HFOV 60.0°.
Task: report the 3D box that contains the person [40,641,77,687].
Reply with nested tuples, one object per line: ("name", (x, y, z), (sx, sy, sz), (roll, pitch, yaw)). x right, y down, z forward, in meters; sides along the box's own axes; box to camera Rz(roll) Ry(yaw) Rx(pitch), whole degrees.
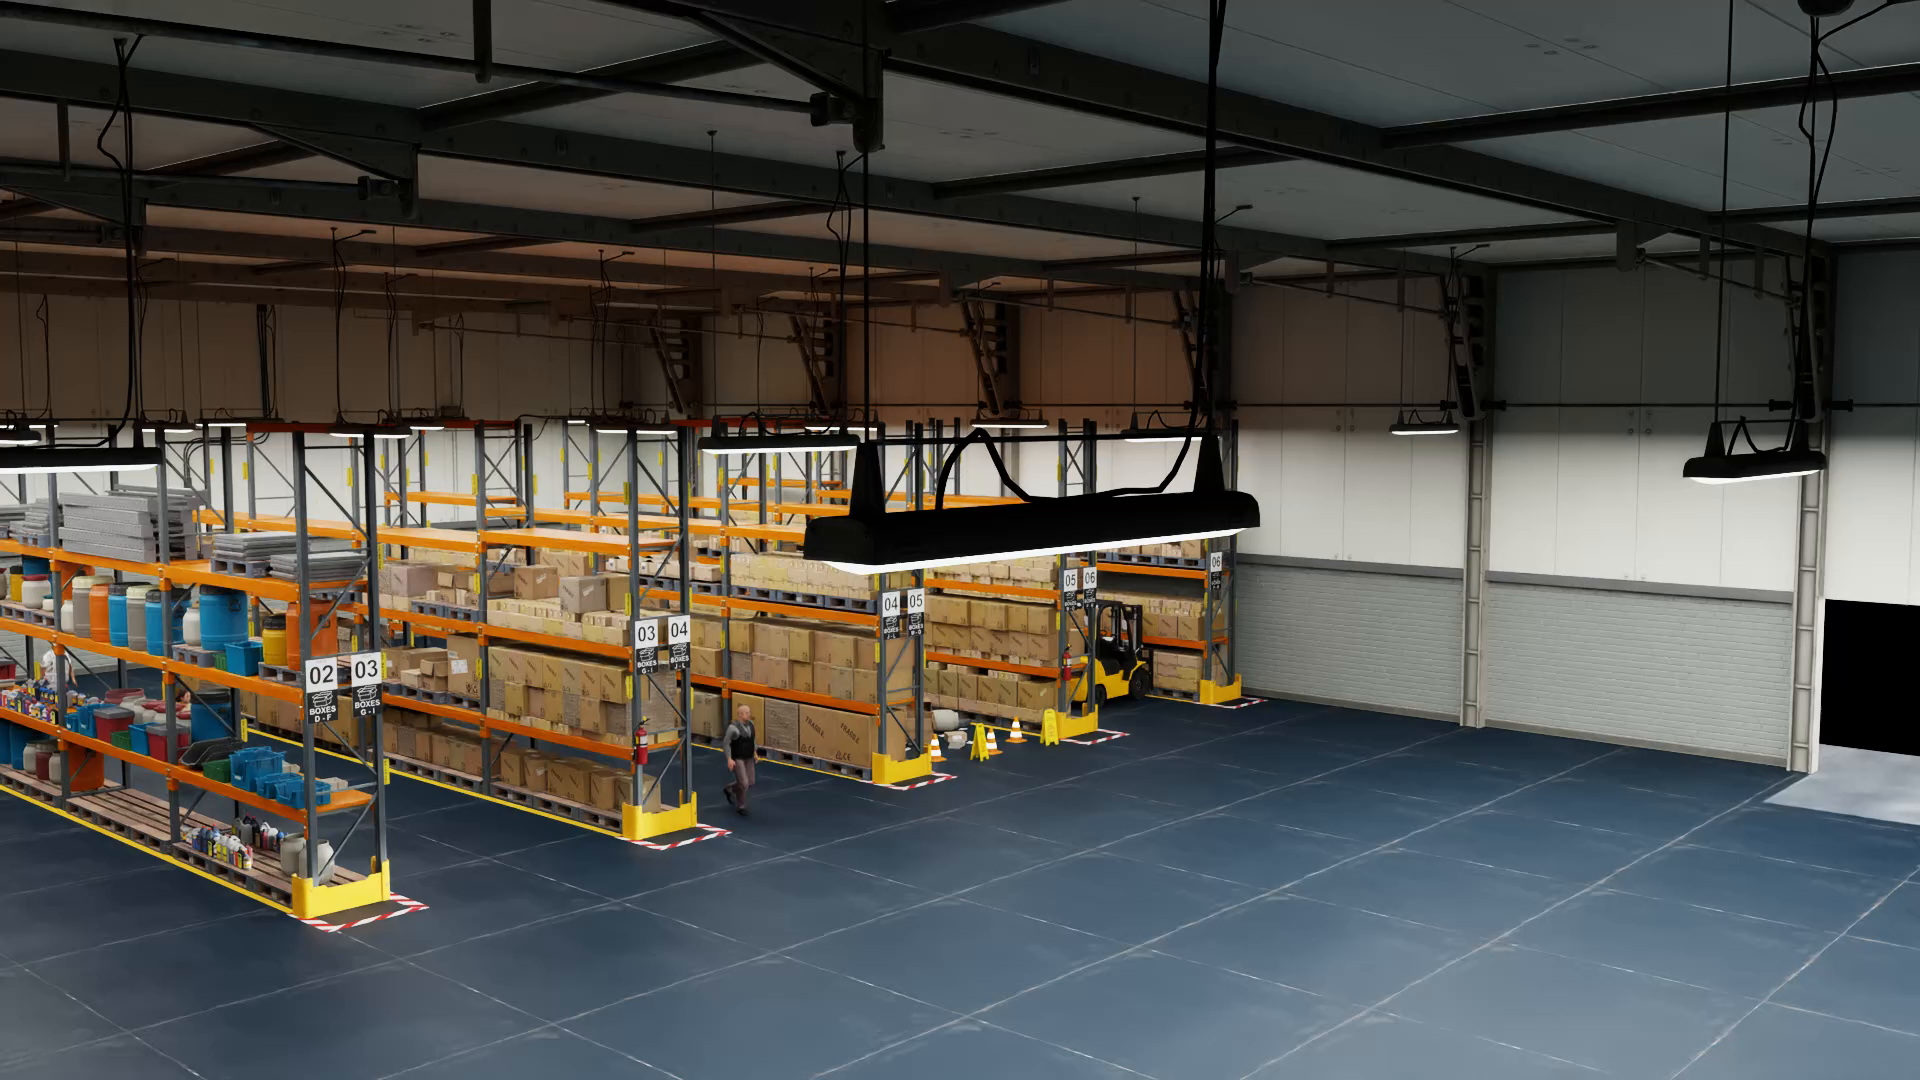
("person", (-17.865, 2.771, 32.958), (1.102, 1.702, 0.591), (3, 5, 31))

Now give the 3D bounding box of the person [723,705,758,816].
("person", (-3.459, 3.387, 25.777), (0.674, 1.690, 0.627), (3, 6, 34))

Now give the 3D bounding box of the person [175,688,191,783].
("person", (-12.813, 3.255, 27.549), (0.961, 1.615, 0.439), (3, 5, 31))
